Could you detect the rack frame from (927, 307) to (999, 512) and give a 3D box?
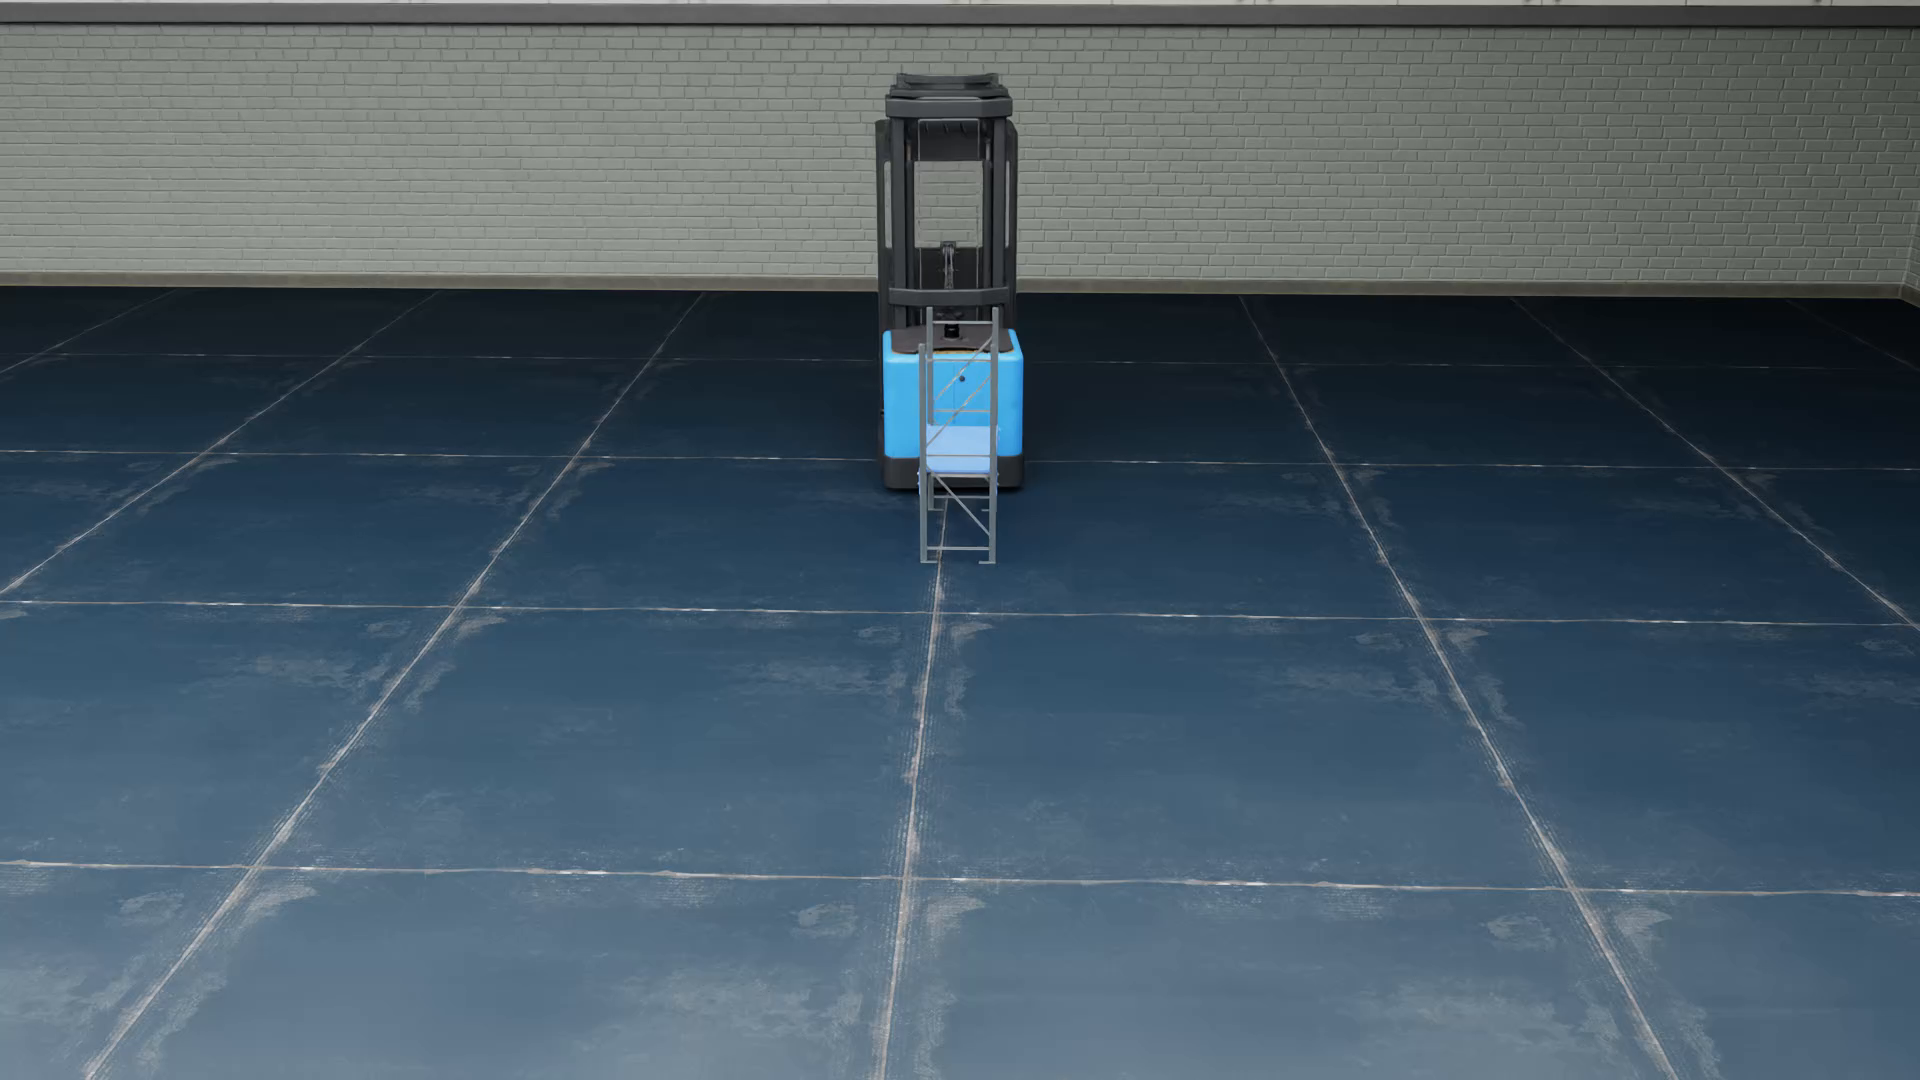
[{"bbox_3d":[0.018,-0.914,11.811,0.500,1.500,0.032,1,21,2],"label":"rack frame"}]

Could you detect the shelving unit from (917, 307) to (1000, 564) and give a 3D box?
[{"bbox_3d":[0.003,-0.730,11.337,0.538,1.500,1.048,1,21,2],"label":"shelving unit"}]

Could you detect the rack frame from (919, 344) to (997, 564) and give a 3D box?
[{"bbox_3d":[-0.013,-0.546,10.863,0.500,1.500,0.032,1,21,2],"label":"rack frame"}]

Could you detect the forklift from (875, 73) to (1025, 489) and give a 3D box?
[{"bbox_3d":[-0.113,-2.233,13.231,1.130,2.935,3.031,-1,21,-3],"label":"forklift"}]

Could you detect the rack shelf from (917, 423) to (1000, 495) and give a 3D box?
[{"bbox_3d":[0.003,-0.562,11.402,0.538,0.185,1.000,1,21,2],"label":"rack shelf"}]
